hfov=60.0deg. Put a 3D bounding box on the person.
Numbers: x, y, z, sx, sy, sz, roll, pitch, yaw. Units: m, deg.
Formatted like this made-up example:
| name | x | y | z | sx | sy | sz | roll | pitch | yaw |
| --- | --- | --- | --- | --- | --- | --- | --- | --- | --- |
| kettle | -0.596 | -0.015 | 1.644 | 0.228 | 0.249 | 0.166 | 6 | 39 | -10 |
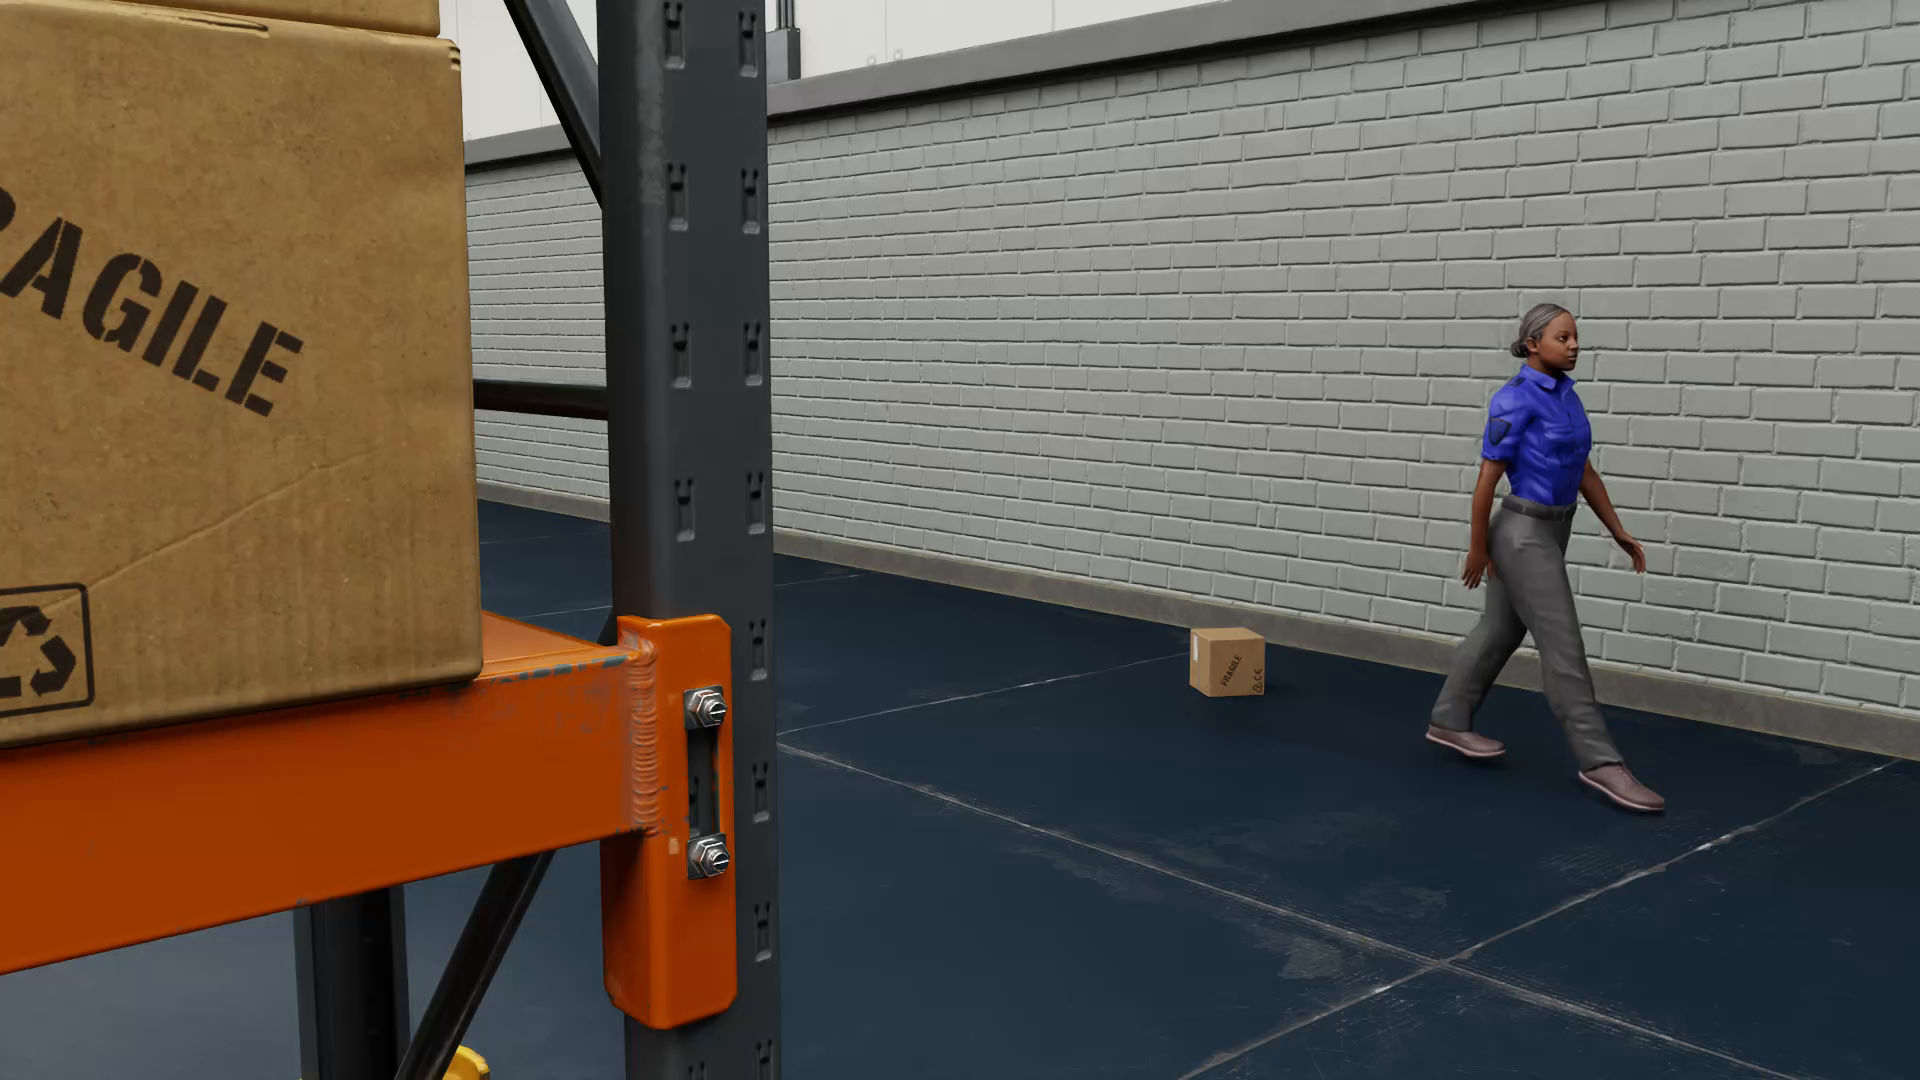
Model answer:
| name | x | y | z | sx | sy | sz | roll | pitch | yaw |
| --- | --- | --- | --- | --- | --- | --- | --- | --- | --- |
| person | 2.033 | 0.017 | 5.675 | 0.915 | 1.636 | 0.464 | 7 | 10 | 41 |
